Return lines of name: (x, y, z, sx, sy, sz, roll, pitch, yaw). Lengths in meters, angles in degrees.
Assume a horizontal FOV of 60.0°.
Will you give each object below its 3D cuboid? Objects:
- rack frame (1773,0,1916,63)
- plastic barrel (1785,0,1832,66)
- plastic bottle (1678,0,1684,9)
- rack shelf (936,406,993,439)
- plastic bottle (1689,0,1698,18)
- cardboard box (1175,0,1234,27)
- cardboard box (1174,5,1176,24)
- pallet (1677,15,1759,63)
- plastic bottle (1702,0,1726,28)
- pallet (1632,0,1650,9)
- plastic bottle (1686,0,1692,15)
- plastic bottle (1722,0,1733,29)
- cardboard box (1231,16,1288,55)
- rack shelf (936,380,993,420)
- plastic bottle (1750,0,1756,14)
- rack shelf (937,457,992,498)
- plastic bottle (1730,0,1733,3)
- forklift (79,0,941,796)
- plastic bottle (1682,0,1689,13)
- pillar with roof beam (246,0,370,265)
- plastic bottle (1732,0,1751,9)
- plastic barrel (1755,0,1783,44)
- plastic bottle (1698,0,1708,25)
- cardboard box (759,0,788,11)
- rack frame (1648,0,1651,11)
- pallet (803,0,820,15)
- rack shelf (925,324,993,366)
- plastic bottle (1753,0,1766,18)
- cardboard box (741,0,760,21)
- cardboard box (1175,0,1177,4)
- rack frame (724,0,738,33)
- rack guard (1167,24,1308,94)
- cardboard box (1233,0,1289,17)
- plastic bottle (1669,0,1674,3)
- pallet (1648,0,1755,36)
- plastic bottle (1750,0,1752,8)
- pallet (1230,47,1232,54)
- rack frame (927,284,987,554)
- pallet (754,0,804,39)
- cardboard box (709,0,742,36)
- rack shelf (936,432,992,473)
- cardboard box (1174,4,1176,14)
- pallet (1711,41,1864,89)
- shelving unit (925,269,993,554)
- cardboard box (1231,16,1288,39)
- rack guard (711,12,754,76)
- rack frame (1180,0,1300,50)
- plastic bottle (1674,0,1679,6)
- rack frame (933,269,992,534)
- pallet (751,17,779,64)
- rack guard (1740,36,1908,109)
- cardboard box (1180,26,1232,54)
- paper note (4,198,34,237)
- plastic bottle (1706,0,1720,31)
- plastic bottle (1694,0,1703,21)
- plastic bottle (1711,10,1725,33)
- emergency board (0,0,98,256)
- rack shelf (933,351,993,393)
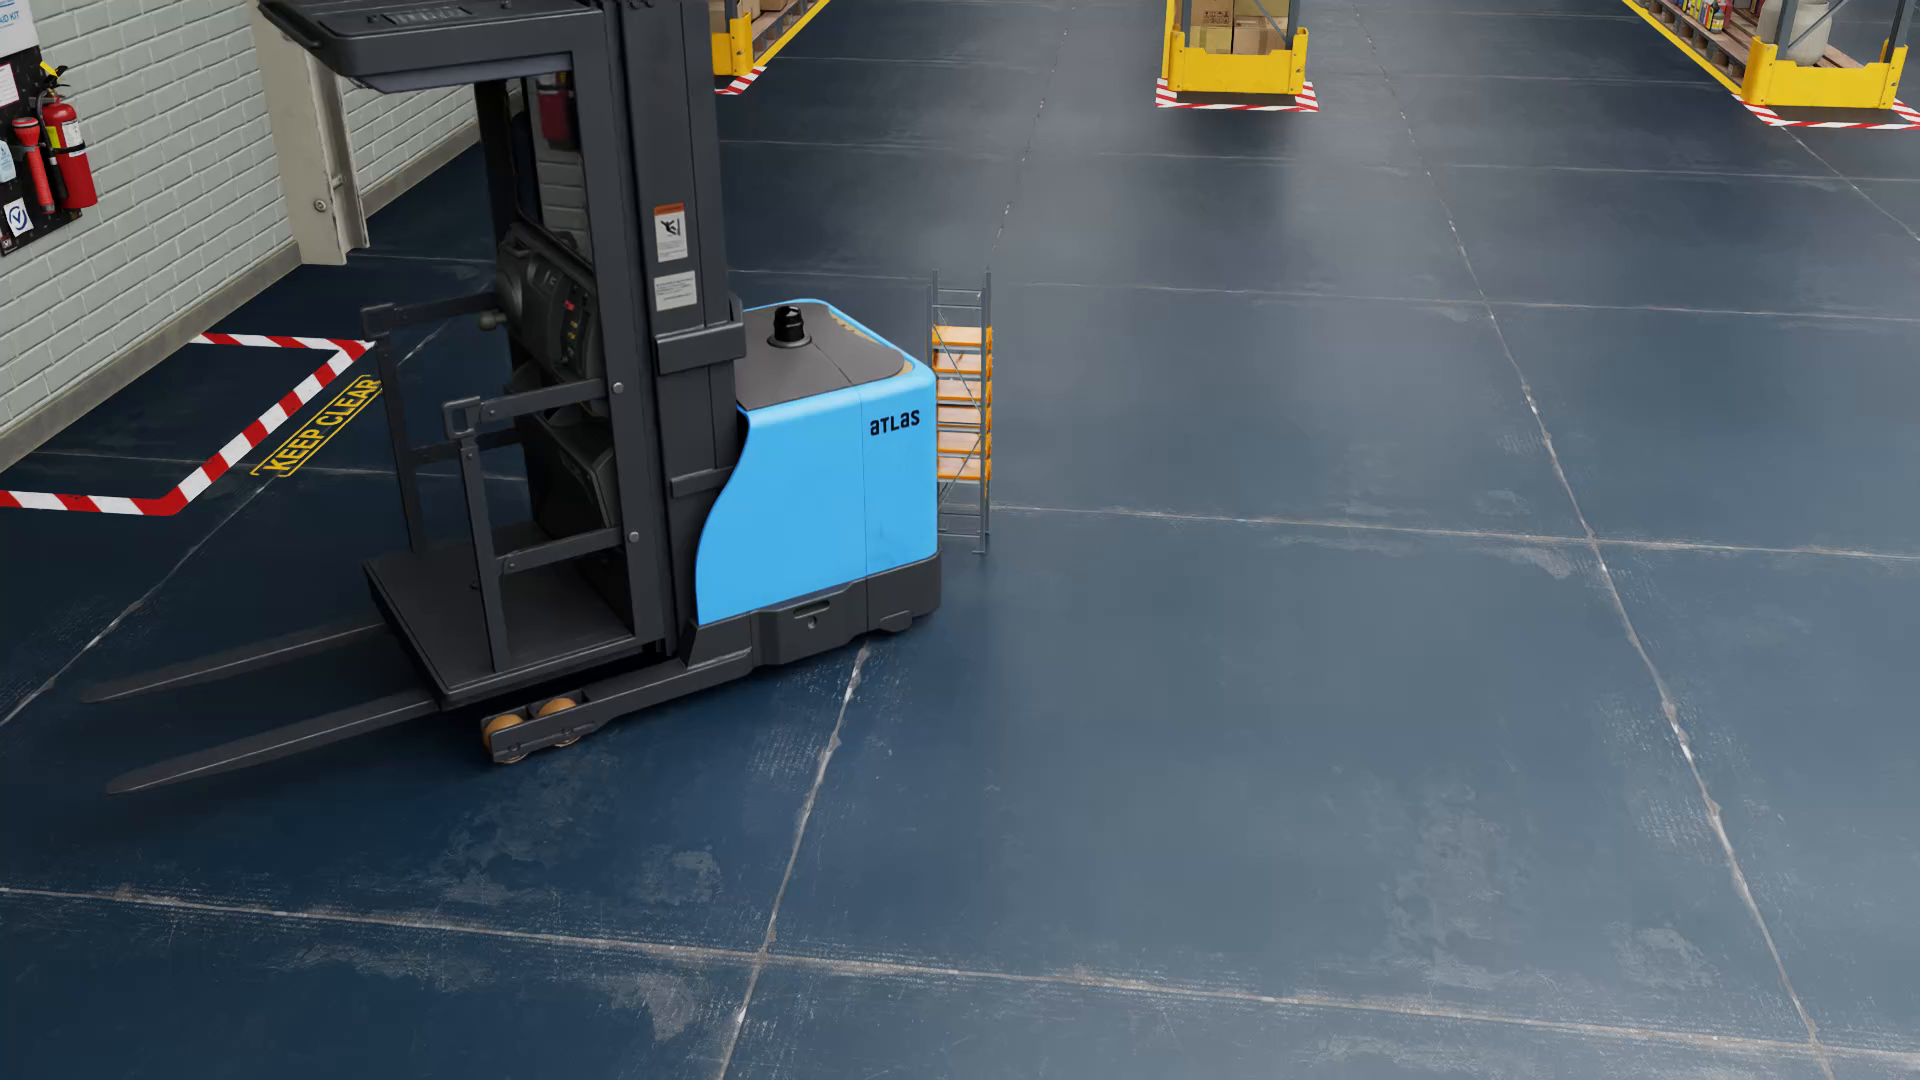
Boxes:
rack frame: (7.332, -5.020, 13.405, 1.000, 3.000, 0.127, 3, 28, 6)
plastic barrel: (7.337, -4.424, 14.479, 0.421, 0.512, 0.421, 0, 28, 0)
plastic bottle: (7.288, -5.486, 16.599, 0.144, 0.351, 0.185, 2, 28, 4)
rack shelf: (-0.002, -0.482, 6.974, 0.258, 0.103, 0.180, 3, 28, 6)
plastic bottle: (7.236, -5.285, 16.227, 0.144, 0.351, 0.185, 3, 28, 6)
cardboard box: (2.187, -4.884, 14.818, 0.500, 0.500, 0.500, 3, 28, 6)
cardboard box: (2.238, -4.790, 15.434, 0.500, 0.250, 0.500, 3, 28, 6)
pallet: (7.551, -4.786, 15.910, 1.003, 0.211, 1.213, 3, 28, 6)
plastic bottle: (7.180, -5.022, 15.816, 0.152, 0.276, 0.135, 4, 29, 7)
pallet: (7.880, -6.047, 18.252, 1.003, 0.211, 1.213, 3, 28, 6)
plastic bottle: (7.230, -5.288, 16.389, 0.097, 0.201, 0.097, 0, 28, 0)
plastic bottle: (7.285, -5.019, 15.803, 0.061, 0.283, 0.133, 3, 28, 6)
cardboard box: (2.703, -4.523, 14.940, 0.500, 0.250, 0.500, 3, 28, 6)
rack shelf: (-0.002, -0.588, 6.917, 0.258, 0.103, 0.180, 3, 28, 6)
plastic bottle: (7.861, -5.332, 16.385, 0.061, 0.283, 0.133, 3, 28, 6)
rack shelf: (-0.002, -0.271, 7.088, 0.258, 0.103, 0.180, 3, 28, 6)
plastic bottle: (7.886, -5.619, 16.846, 0.144, 0.351, 0.185, 3, 28, 6)
forklift: (-1.598, -0.798, 5.641, 3.031, 2.935, 1.130, -16, 32, -28)
plastic bottle: (7.226, -5.381, 16.475, 0.061, 0.283, 0.133, 5, 29, 8)
pillar with roof beam: (0.264, -5.542, 8.049, 9.100, 9.000, 0.400, 3, 28, 6)
plastic bottle: (7.855, -5.484, 16.674, 0.152, 0.276, 0.135, 3, 28, 6)
plastic barrel: (7.398, -4.660, 14.917, 0.421, 0.512, 0.421, 0, 28, 0)
plastic bottle: (7.197, -5.087, 15.937, 0.152, 0.276, 0.135, 3, 28, 5)
cardboard box: (-2.117, -5.620, 16.691, 0.700, 0.500, 0.500, 2, 28, 3)
rack frame: (7.822, -6.903, 16.900, 1.000, 3.000, 0.127, 3, 28, 6)
pallet: (-2.058, -5.933, 18.040, 1.003, 0.211, 1.213, 3, 28, 6)
rack shelf: (-0.002, -0.799, 6.803, 0.258, 0.103, 0.180, 3, 28, 6)
plastic bottle: (7.836, -5.268, 16.266, 0.061, 0.283, 0.133, 3, 28, 6)
cardboard box: (-2.257, -5.194, 16.100, 0.500, 0.311, 0.500, 6, 29, 10)
cardboard box: (2.295, -5.355, 15.694, 0.500, 0.500, 0.500, 3, 28, 6)
rack frame: (-2.501, -5.596, 14.474, 1.000, 3.000, 0.127, 3, 28, 6)
rack guard: (2.413, -4.198, 14.515, 1.175, 0.500, 0.348, 3, 28, 6)
cardboard box: (2.762, -5.089, 15.199, 0.500, 0.500, 0.500, 3, 28, 6)
plastic bottle: (7.335, -5.619, 16.925, 0.152, 0.276, 0.135, 4, 29, 8)
pallet: (7.698, -5.361, 16.979, 1.003, 0.211, 1.213, 3, 28, 6)
plastic bottle: (8.005, -5.520, 16.663, 0.144, 0.351, 0.185, 2, 28, 4)
pallet: (2.468, -4.444, 15.277, 1.003, 0.211, 1.213, 3, 28, 6)
rack frame: (-0.013, -0.478, 6.873, 0.240, 1.200, 0.006, 3, 28, 6)
pallet: (-2.205, -5.357, 16.971, 1.003, 0.211, 1.213, 3, 28, 6)
cardboard box: (-2.327, -4.926, 15.602, 0.500, 0.311, 0.500, 0, 28, 0)
rack shelf: (-0.002, -0.377, 7.031, 0.258, 0.103, 0.180, 3, 28, 6)
cardboard box: (2.297, -5.025, 15.871, 0.500, 0.250, 0.500, 3, 28, 6)
pallet: (7.399, -4.213, 14.847, 1.003, 0.211, 1.213, 3, 28, 6)
shelving unit: (-0.002, -0.521, 6.953, 0.258, 1.200, 0.189, 3, 28, 6)
cardboard box: (2.760, -4.759, 15.377, 0.500, 0.250, 0.500, 3, 28, 6)
rack guard: (-2.491, -4.531, 15.133, 1.175, 0.500, 0.348, 3, 28, 6)
rack frame: (2.416, -5.310, 13.943, 1.000, 3.000, 0.127, 3, 28, 6)
plastic bottle: (7.311, -5.574, 16.764, 0.144, 0.351, 0.185, 4, 29, 8)
rack frame: (0.009, -0.564, 7.033, 0.240, 1.200, 0.006, 3, 28, 6)
pallet: (-2.357, -4.784, 15.908, 1.003, 0.211, 1.213, 3, 28, 6)
rack guard: (7.294, -3.958, 14.070, 1.175, 0.500, 0.348, 3, 28, 6)
cardboard box: (2.189, -4.554, 14.996, 0.500, 0.250, 0.500, 3, 28, 6)
paper note: (-4.439, -1.523, 7.843, 0.016, 0.148, 0.142, 3, 28, 6)
plastic bottle: (7.118, -4.964, 15.701, 0.061, 0.283, 0.133, 4, 29, 7)
plastic bottle: (7.213, -5.198, 16.065, 0.144, 0.351, 0.185, 5, 29, 8)
plastic bottle: (7.122, -4.872, 15.617, 0.097, 0.201, 0.097, 0, 28, 0)
emergency board: (-4.349, -1.990, 7.781, 0.194, 1.169, 0.643, 3, 28, 6)
rack shelf: (-0.002, -0.694, 6.860, 0.258, 0.103, 0.180, 3, 28, 6)
